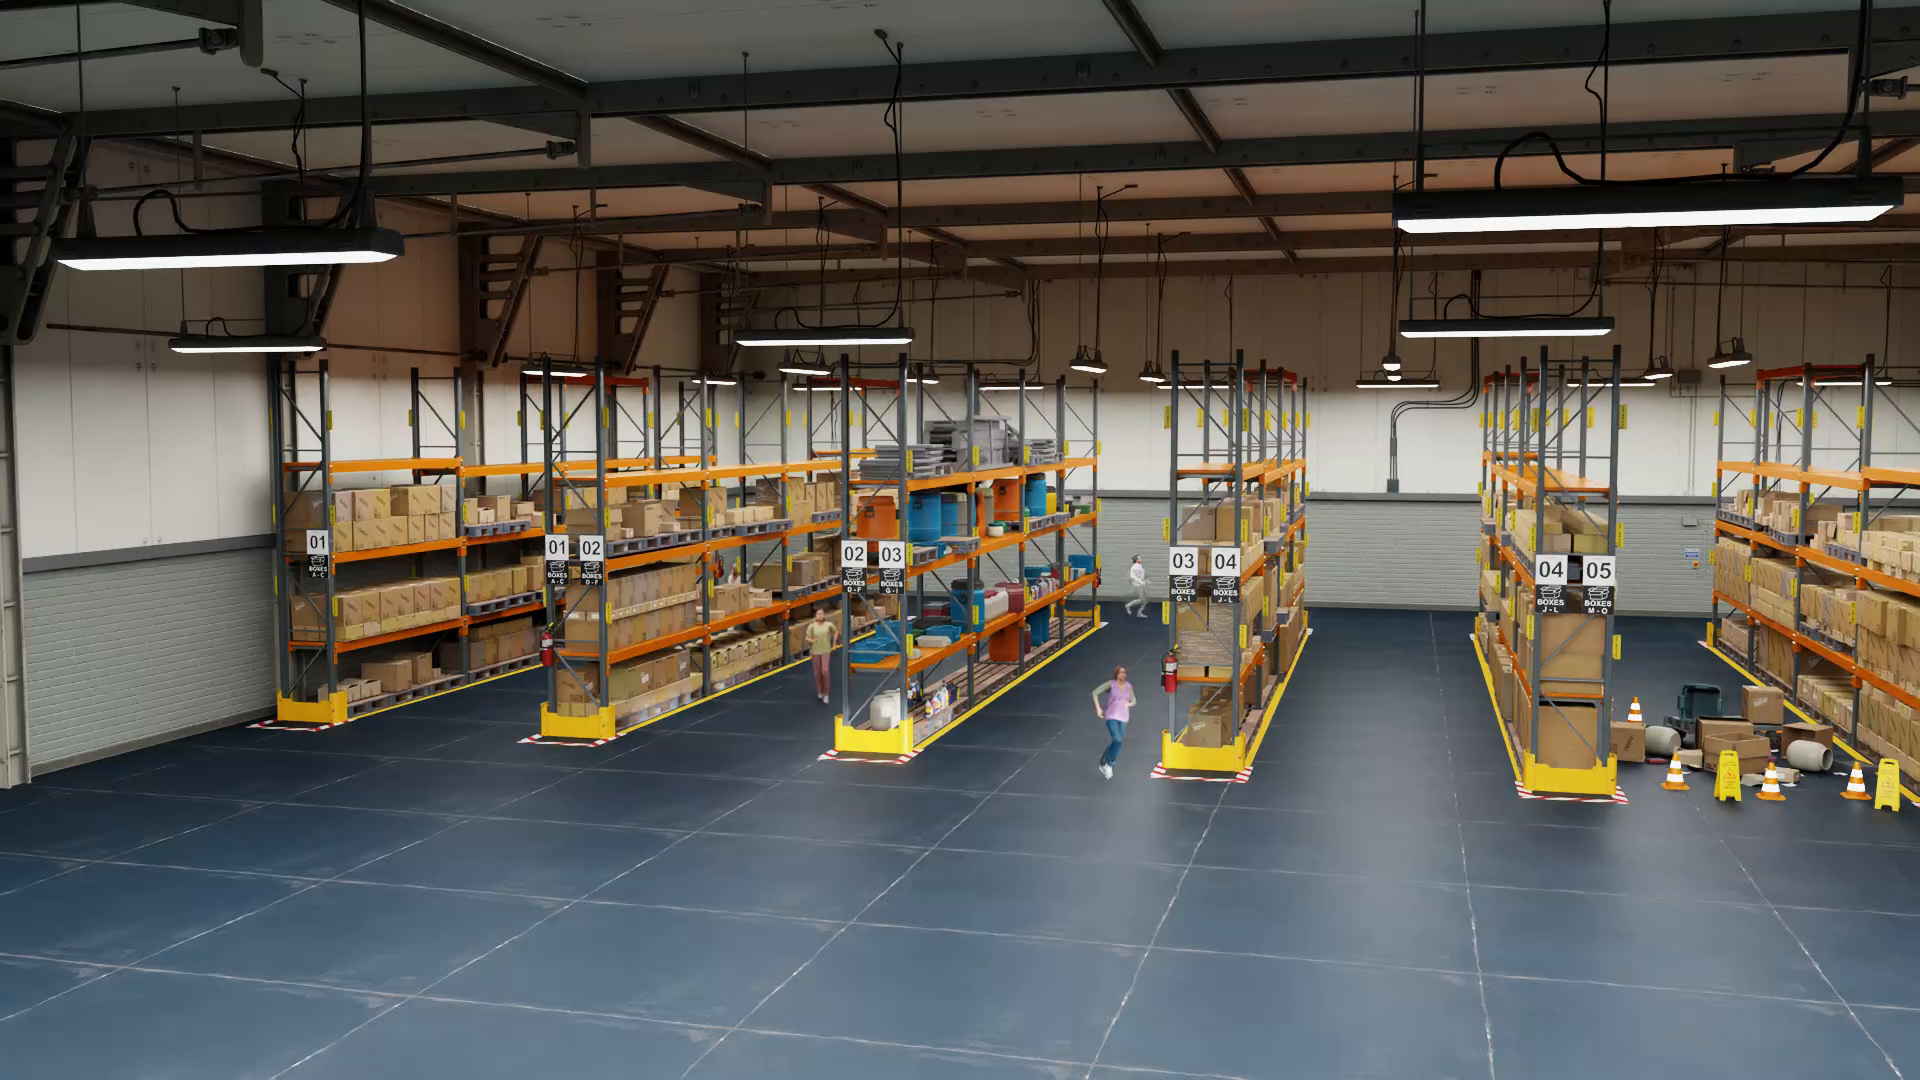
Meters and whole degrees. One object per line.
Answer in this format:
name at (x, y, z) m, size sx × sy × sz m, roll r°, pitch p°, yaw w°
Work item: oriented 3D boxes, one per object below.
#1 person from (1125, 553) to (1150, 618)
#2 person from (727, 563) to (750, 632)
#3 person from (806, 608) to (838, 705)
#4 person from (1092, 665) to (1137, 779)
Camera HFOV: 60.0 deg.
person at (4.509, 1.145, 42.159) m, size 0.564 × 1.645 × 0.616 m, roll 2°, pitch 4°, yaw 21°
person at (-5.022, 1.422, 37.610) m, size 0.626 × 1.801 × 1.150 m, roll 1°, pitch 4°, yaw 14°
person at (-2.458, 2.043, 29.489) m, size 0.542 × 1.700 × 0.708 m, roll 0°, pitch 4°, yaw 2°
person at (2.199, 2.545, 23.350) m, size 0.538 × 1.566 × 0.621 m, roll -2°, pitch 5°, yaw -27°
